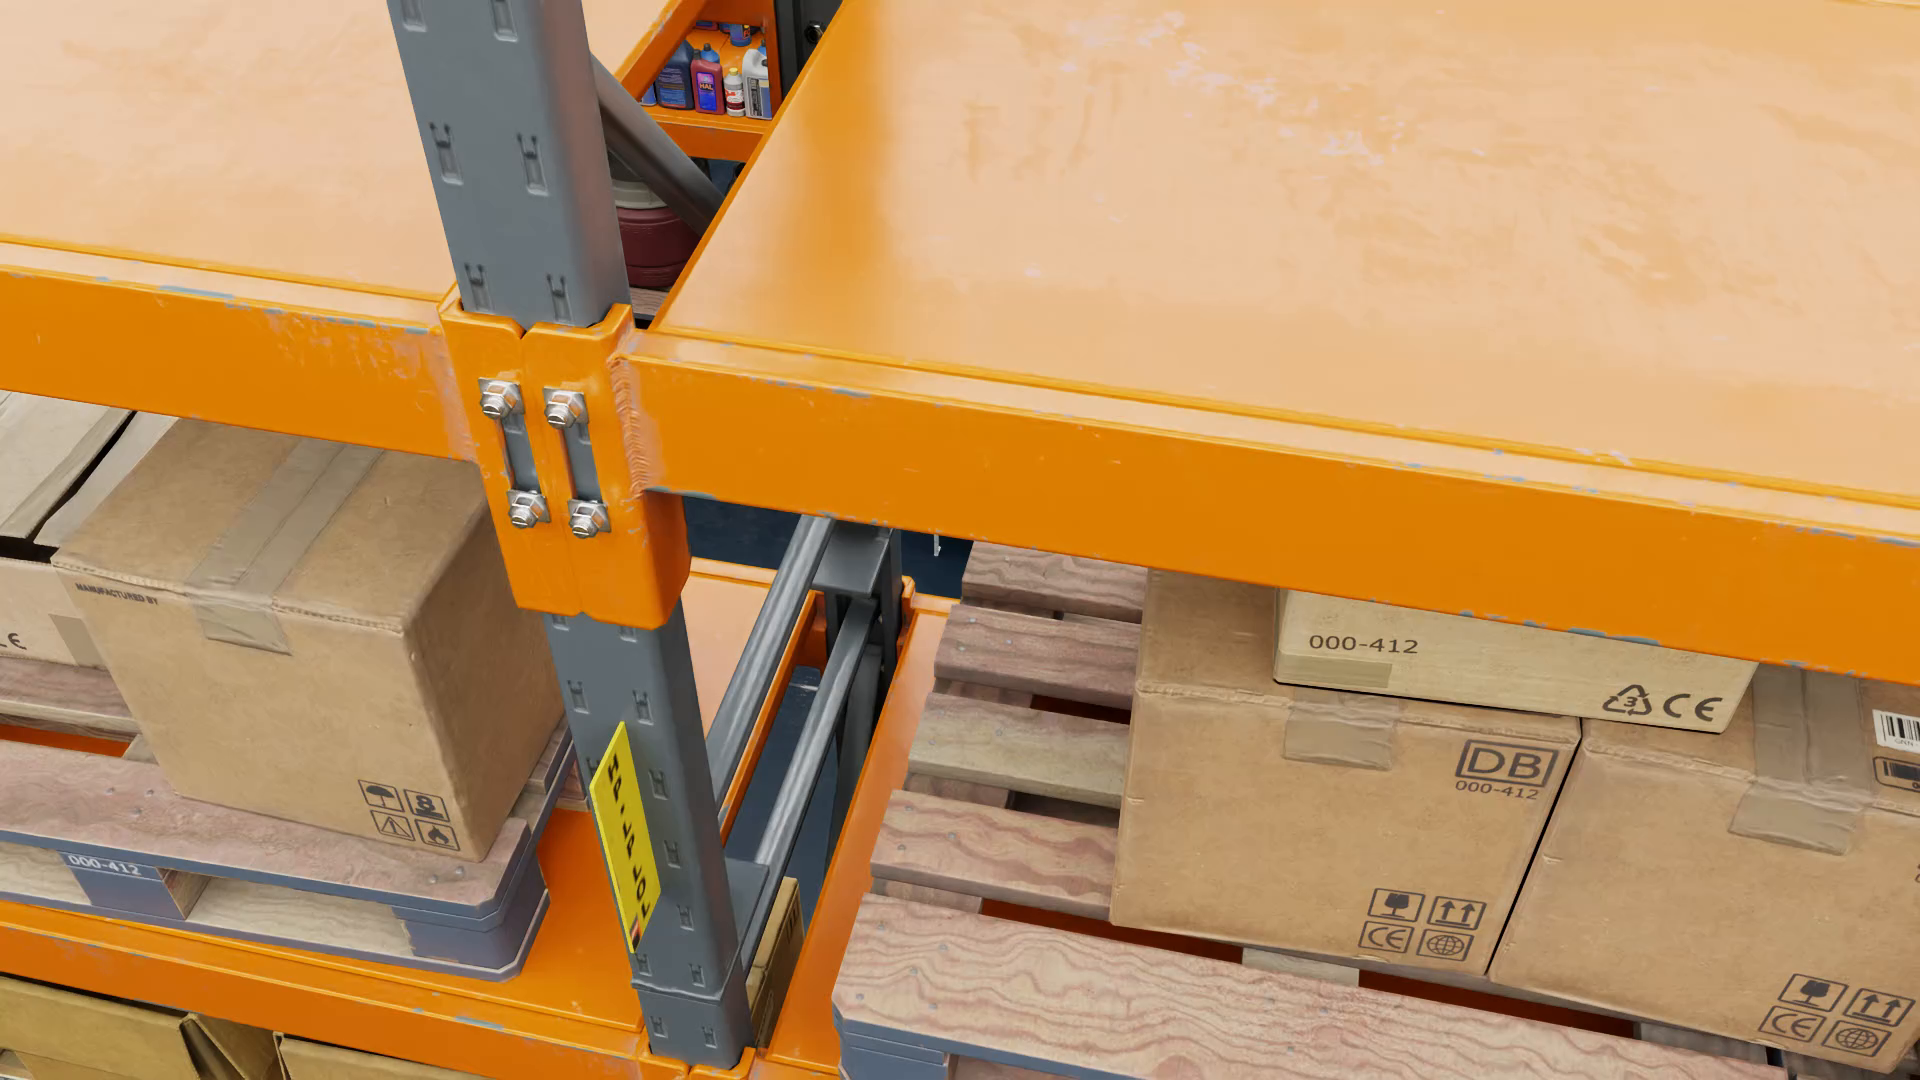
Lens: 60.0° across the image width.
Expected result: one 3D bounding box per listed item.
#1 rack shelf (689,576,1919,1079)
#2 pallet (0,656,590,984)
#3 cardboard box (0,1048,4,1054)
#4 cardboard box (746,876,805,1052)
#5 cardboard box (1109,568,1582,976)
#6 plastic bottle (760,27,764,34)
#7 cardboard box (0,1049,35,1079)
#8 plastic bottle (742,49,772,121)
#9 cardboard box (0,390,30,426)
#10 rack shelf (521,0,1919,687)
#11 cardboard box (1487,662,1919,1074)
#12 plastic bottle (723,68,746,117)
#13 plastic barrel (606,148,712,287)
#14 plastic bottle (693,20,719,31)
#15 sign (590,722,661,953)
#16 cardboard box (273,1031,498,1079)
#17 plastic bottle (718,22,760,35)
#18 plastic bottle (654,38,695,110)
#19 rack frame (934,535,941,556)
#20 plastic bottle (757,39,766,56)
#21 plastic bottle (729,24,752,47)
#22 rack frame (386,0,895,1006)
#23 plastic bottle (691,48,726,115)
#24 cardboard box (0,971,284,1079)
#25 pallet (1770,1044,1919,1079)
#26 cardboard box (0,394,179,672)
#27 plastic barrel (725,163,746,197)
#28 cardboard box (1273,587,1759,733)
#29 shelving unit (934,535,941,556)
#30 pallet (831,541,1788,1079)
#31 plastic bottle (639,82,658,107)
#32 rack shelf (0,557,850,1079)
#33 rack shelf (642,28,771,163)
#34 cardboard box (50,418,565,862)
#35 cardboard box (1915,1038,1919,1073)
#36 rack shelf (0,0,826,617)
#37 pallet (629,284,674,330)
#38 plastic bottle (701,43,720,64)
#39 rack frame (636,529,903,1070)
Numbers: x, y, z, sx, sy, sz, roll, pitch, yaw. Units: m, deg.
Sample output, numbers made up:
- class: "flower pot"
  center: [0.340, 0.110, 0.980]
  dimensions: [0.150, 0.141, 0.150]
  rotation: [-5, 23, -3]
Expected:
- class: "rack shelf"
  center: [1.678, 0.840, 2.530]
  dimensions: [4.000, 0.370, 1.077]
  rotation: [9, 45, 9]
- class: "pallet"
  center: [-1.179, 0.242, 2.771]
  dimensions: [1.217, 0.209, 0.805]
  rotation: [7, 44, 7]
- class: "cardboard box"
  center: [-2.176, 0.675, 3.550]
  dimensions: [0.637, 0.503, 0.797]
  rotation: [10, 45, 10]
- class: "cardboard box"
  center: [-0.668, 1.084, 3.848]
  dimensions: [0.500, 0.500, 0.500]
  rotation: [9, 45, 9]
- class: "cardboard box"
  center: [0.503, 0.133, 2.299]
  dimensions: [0.500, 0.500, 0.700]
  rotation: [6, 44, 7]
- class: "plastic bottle"
  center: [-0.893, -2.500, 7.738]
  dimensions: [0.097, 0.271, 0.097]
  rotation: [0, 44, 0]
- class: "cardboard box"
  center: [-1.783, 1.283, 3.642]
  dimensions: [0.500, 0.500, 0.500]
  rotation: [8, 45, 9]
- class: "plastic bottle"
  center: [-0.854, -1.976, 7.190]
  dimensions: [0.135, 0.276, 0.152]
  rotation: [9, 45, 9]
- class: "cardboard box"
  center: [-1.694, -0.109, 2.876]
  dimensions: [0.250, 0.149, 0.380]
  rotation: [7, 44, 7]
- class: "rack shelf"
  center: [1.678, -0.096, 1.628]
  dimensions: [4.000, 0.370, 1.077]
  rotation: [9, 45, 9]
- class: "cardboard box"
  center: [1.027, 0.217, 2.211]
  dimensions: [0.500, 0.500, 0.700]
  rotation: [11, 45, 11]
- class: "plastic bottle"
  center: [-0.973, -1.948, 7.214]
  dimensions: [0.097, 0.201, 0.097]
  rotation: [0, 44, 0]
- class: "plastic barrel"
  center: [-1.513, -1.647, 8.195]
  dimensions: [0.708, 0.588, 0.600]
  rotation: [9, 45, 9]
- class: "plastic bottle"
  center: [-1.195, -2.521, 7.751]
  dimensions: [0.133, 0.283, 0.061]
  rotation: [9, 45, 9]
- class: "sign"
  center: [-0.383, 0.347, 1.923]
  dimensions: [0.005, 0.325, 0.100]
  rotation: [9, 45, 9]
- class: "cardboard box"
  center: [-0.899, 0.871, 3.347]
  dimensions: [0.637, 0.503, 0.797]
  rotation: [8, 44, 8]
- class: "plastic bottle"
  center: [-1.036, -2.535, 7.716]
  dimensions: [0.185, 0.351, 0.144]
  rotation: [9, 45, 9]
- class: "plastic bottle"
  center: [-1.236, -2.060, 7.222]
  dimensions: [0.185, 0.351, 0.144]
  rotation: [9, 45, 9]
- class: "rack frame"
  center: [-0.077, -0.444, 6.806]
  dimensions: [0.015, 1.200, 0.240]
  rotation: [9, 45, 9]
- class: "plastic bottle"
  center: [-0.845, -2.062, 7.282]
  dimensions: [0.097, 0.271, 0.097]
  rotation: [0, 44, 0]
- class: "plastic bottle"
  center: [-1.020, -2.418, 7.652]
  dimensions: [0.097, 0.271, 0.097]
  rotation: [0, 44, 0]
- class: "rack frame"
  center: [-0.274, -0.802, 1.555]
  dimensions: [0.127, 3.000, 1.000]
  rotation: [9, 45, 9]
- class: "plastic bottle"
  center: [-1.090, -1.983, 7.191]
  dimensions: [0.133, 0.283, 0.061]
  rotation: [9, 45, 9]
- class: "cardboard box"
  center: [-1.566, 0.759, 3.463]
  dimensions: [0.637, 0.503, 0.797]
  rotation: [9, 45, 10]
- class: "pallet"
  center: [1.709, 0.628, 2.296]
  dimensions: [1.213, 0.211, 1.003]
  rotation: [9, 45, 9]
- class: "cardboard box"
  center: [-1.325, -0.068, 2.716]
  dimensions: [0.500, 0.311, 0.500]
  rotation: [7, 44, 8]
- class: "plastic barrel"
  center: [-0.942, -1.595, 8.195]
  dimensions: [0.421, 0.512, 0.421]
  rotation: [0, 44, 0]
- class: "cardboard box"
  center: [0.642, -0.068, 1.967]
  dimensions: [0.500, 0.250, 0.500]
  rotation: [6, 44, 6]
- class: "shelving unit"
  center: [0.162, -0.407, 6.768]
  dimensions: [0.503, 1.200, 0.258]
  rotation: [9, 45, 9]
- class: "pallet"
  center: [0.522, 0.441, 2.489]
  dimensions: [1.213, 0.211, 1.003]
  rotation: [9, 45, 9]
- class: "plastic bottle"
  center: [-1.391, -2.059, 7.276]
  dimensions: [0.135, 0.276, 0.152]
  rotation: [9, 45, 9]
- class: "rack shelf"
  center: [-2.226, 0.235, 3.159]
  dimensions: [4.000, 0.370, 1.077]
  rotation: [9, 45, 9]
- class: "rack shelf"
  center: [-1.144, -2.036, 7.682]
  dimensions: [4.000, 0.370, 1.077]
  rotation: [9, 45, 9]
- class: "cardboard box"
  center: [-0.842, 0.010, 2.499]
  dimensions: [0.500, 0.500, 0.700]
  rotation: [10, 45, 10]
- class: "cardboard box"
  center: [1.506, 0.393, 2.029]
  dimensions: [0.500, 0.500, 0.700]
  rotation: [11, 45, 11]
- class: "rack shelf"
  center: [-2.226, -0.702, 2.257]
  dimensions: [4.000, 0.370, 1.077]
  rotation: [9, 45, 9]
- class: "pallet"
  center: [-1.131, -1.316, 8.425]
  dimensions: [1.213, 0.211, 1.003]
  rotation: [9, 45, 9]
- class: "plastic bottle"
  center: [-1.090, -2.035, 7.254]
  dimensions: [0.097, 0.271, 0.097]
  rotation: [0, 44, 0]
- class: "rack frame"
  center: [-0.274, 1.359, 3.635]
  dimensions: [0.127, 3.000, 1.000]
  rotation: [9, 45, 9]
